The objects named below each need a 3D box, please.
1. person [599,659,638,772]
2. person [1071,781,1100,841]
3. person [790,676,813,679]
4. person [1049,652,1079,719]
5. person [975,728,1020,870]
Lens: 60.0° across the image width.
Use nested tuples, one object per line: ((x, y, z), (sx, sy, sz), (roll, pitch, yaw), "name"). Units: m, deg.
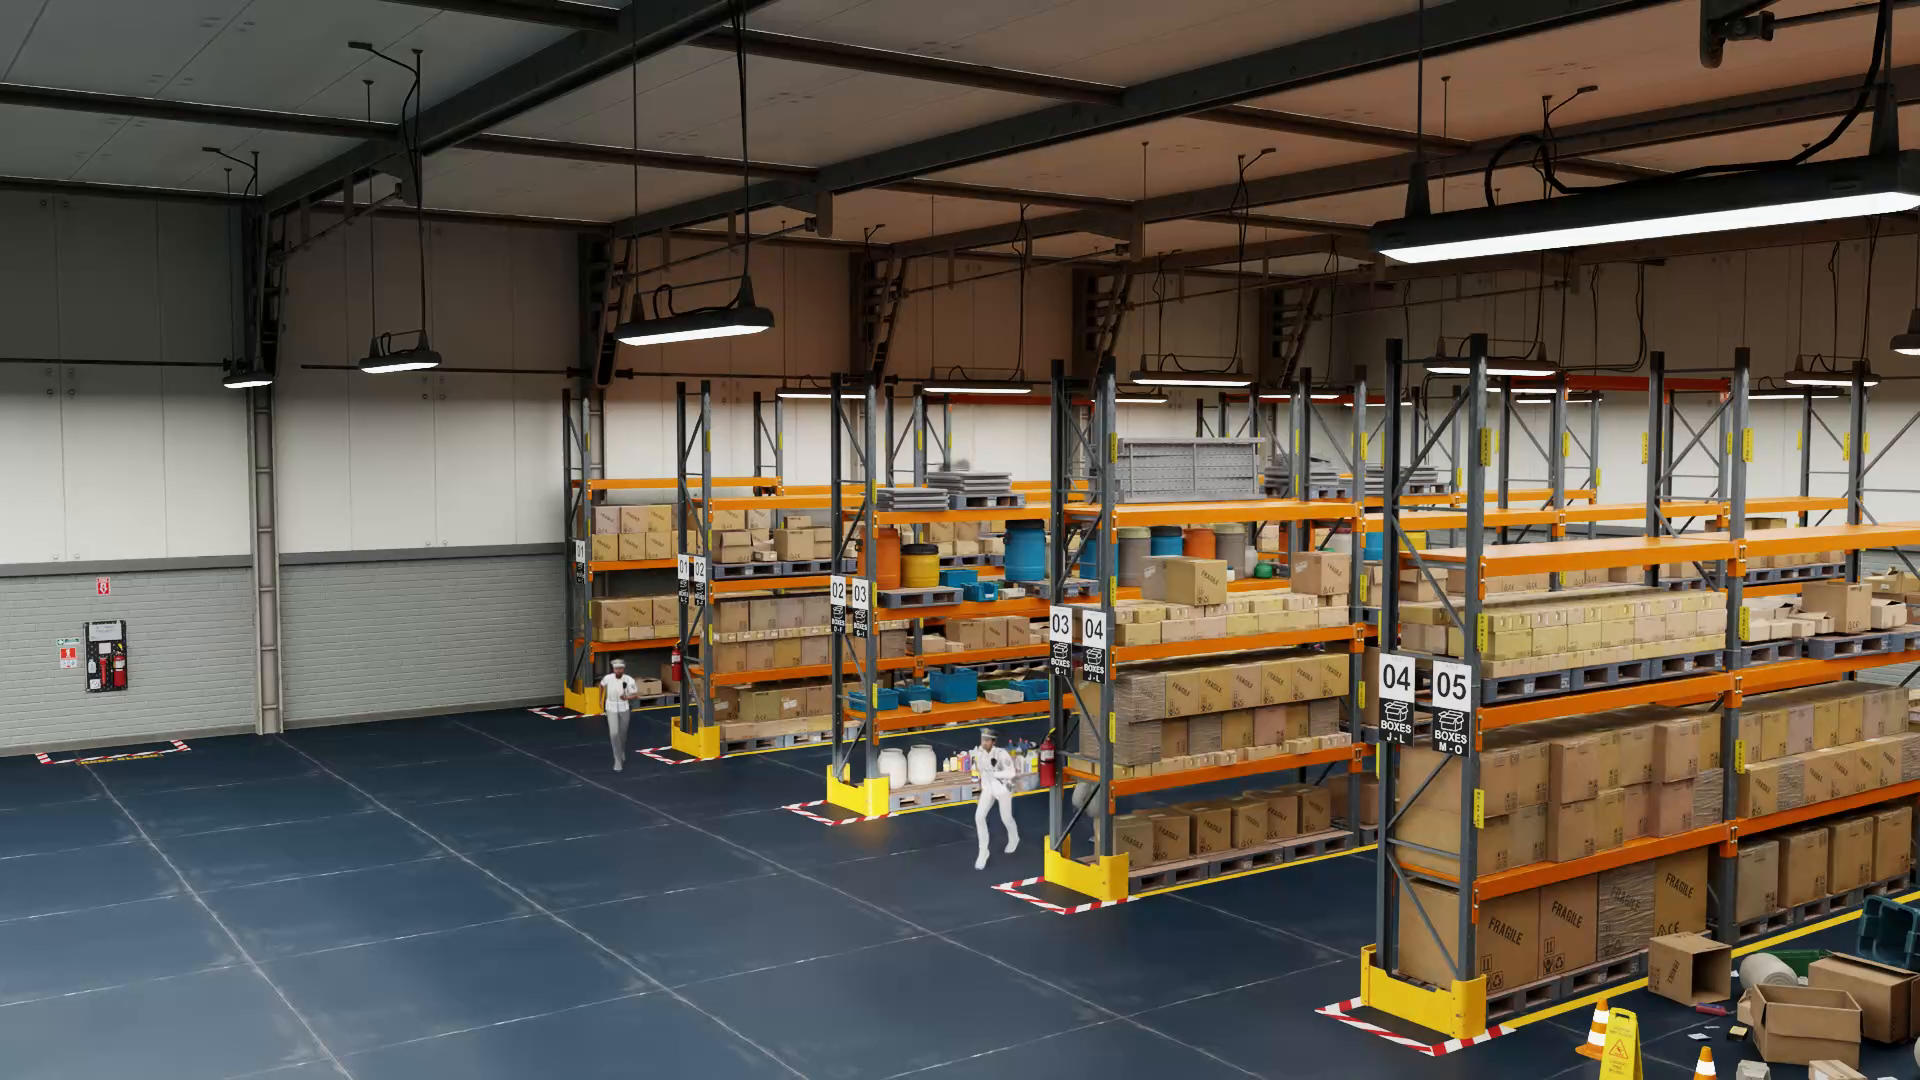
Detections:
((-5.287, 2.680, 25.774), (0.599, 1.736, 0.848), (-1, 4, -9), "person")
((1.694, 3.004, 21.067), (0.534, 1.624, 0.600), (-3, 5, -39), "person")
((-2.830, 2.093, 30.108), (0.855, 1.692, 0.564), (-2, 4, -34), "person")
((1.733, 2.272, 28.264), (0.508, 1.604, 0.564), (-4, 5, -44), "person")
((0.469, 3.054, 20.020), (0.609, 1.688, 0.924), (2, 4, 27), "person")
